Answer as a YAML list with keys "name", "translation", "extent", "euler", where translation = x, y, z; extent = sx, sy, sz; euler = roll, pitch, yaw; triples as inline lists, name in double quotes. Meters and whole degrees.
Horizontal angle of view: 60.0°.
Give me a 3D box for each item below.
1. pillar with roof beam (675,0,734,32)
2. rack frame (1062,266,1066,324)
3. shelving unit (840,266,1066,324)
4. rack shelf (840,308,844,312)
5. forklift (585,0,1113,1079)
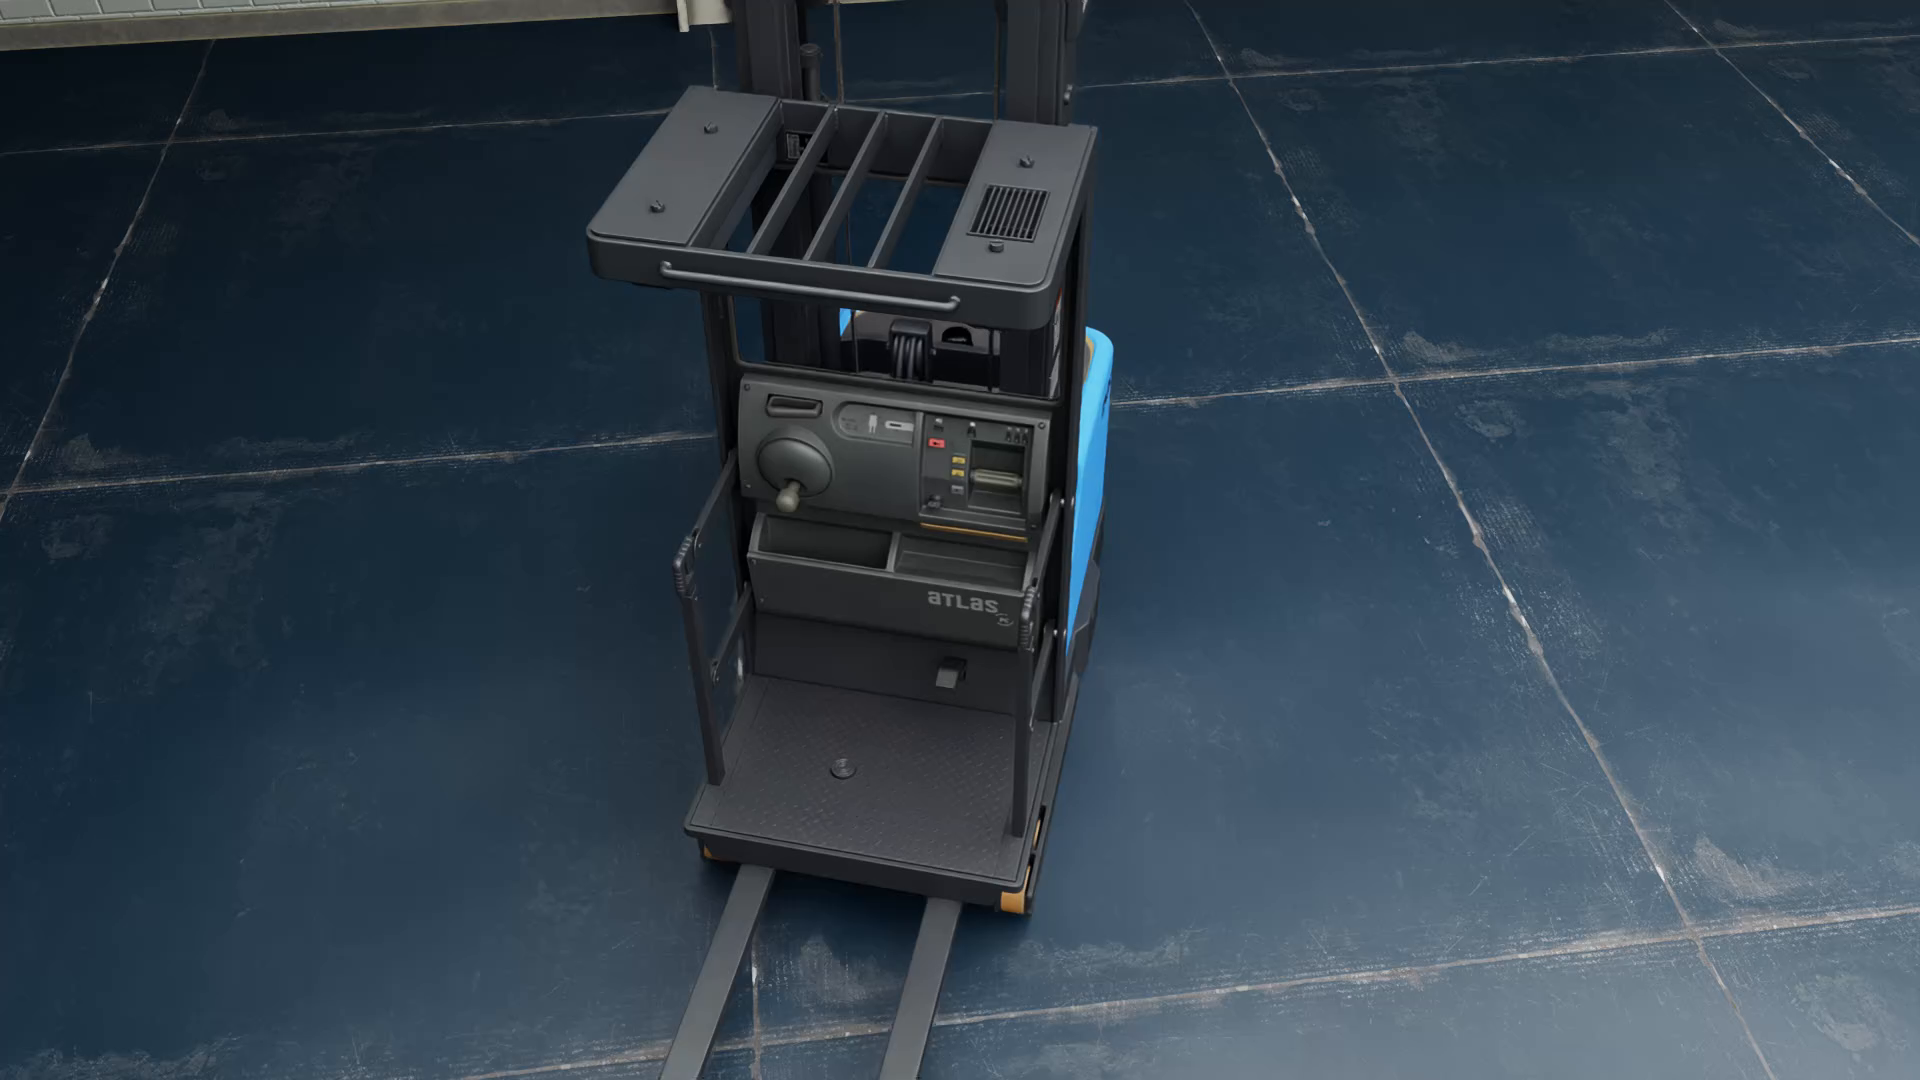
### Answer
- name: "pillar with roof beam"
  translation: [-0.988, -3.721, 4.157]
  extent: [0.400, 9.000, 9.100]
  euler: [-5, 42, -6]
- name: "rack frame"
  translation: [0.433, -0.776, 6.490]
  extent: [0.032, 1.500, 0.500]
  euler: [6, 42, 7]
- name: "shelving unit"
  translation: [-0.068, -0.833, 6.553]
  extent: [1.048, 1.500, 0.538]
  euler: [6, 42, 7]
- name: "rack shelf"
  translation: [-0.068, -0.699, 6.674]
  extent: [1.000, 0.185, 0.538]
  euler: [6, 42, 7]
- name: "forklift"
  translation: [-0.244, -0.155, 4.734]
  extent: [1.130, 2.935, 3.031]
  euler: [8, 43, 9]
